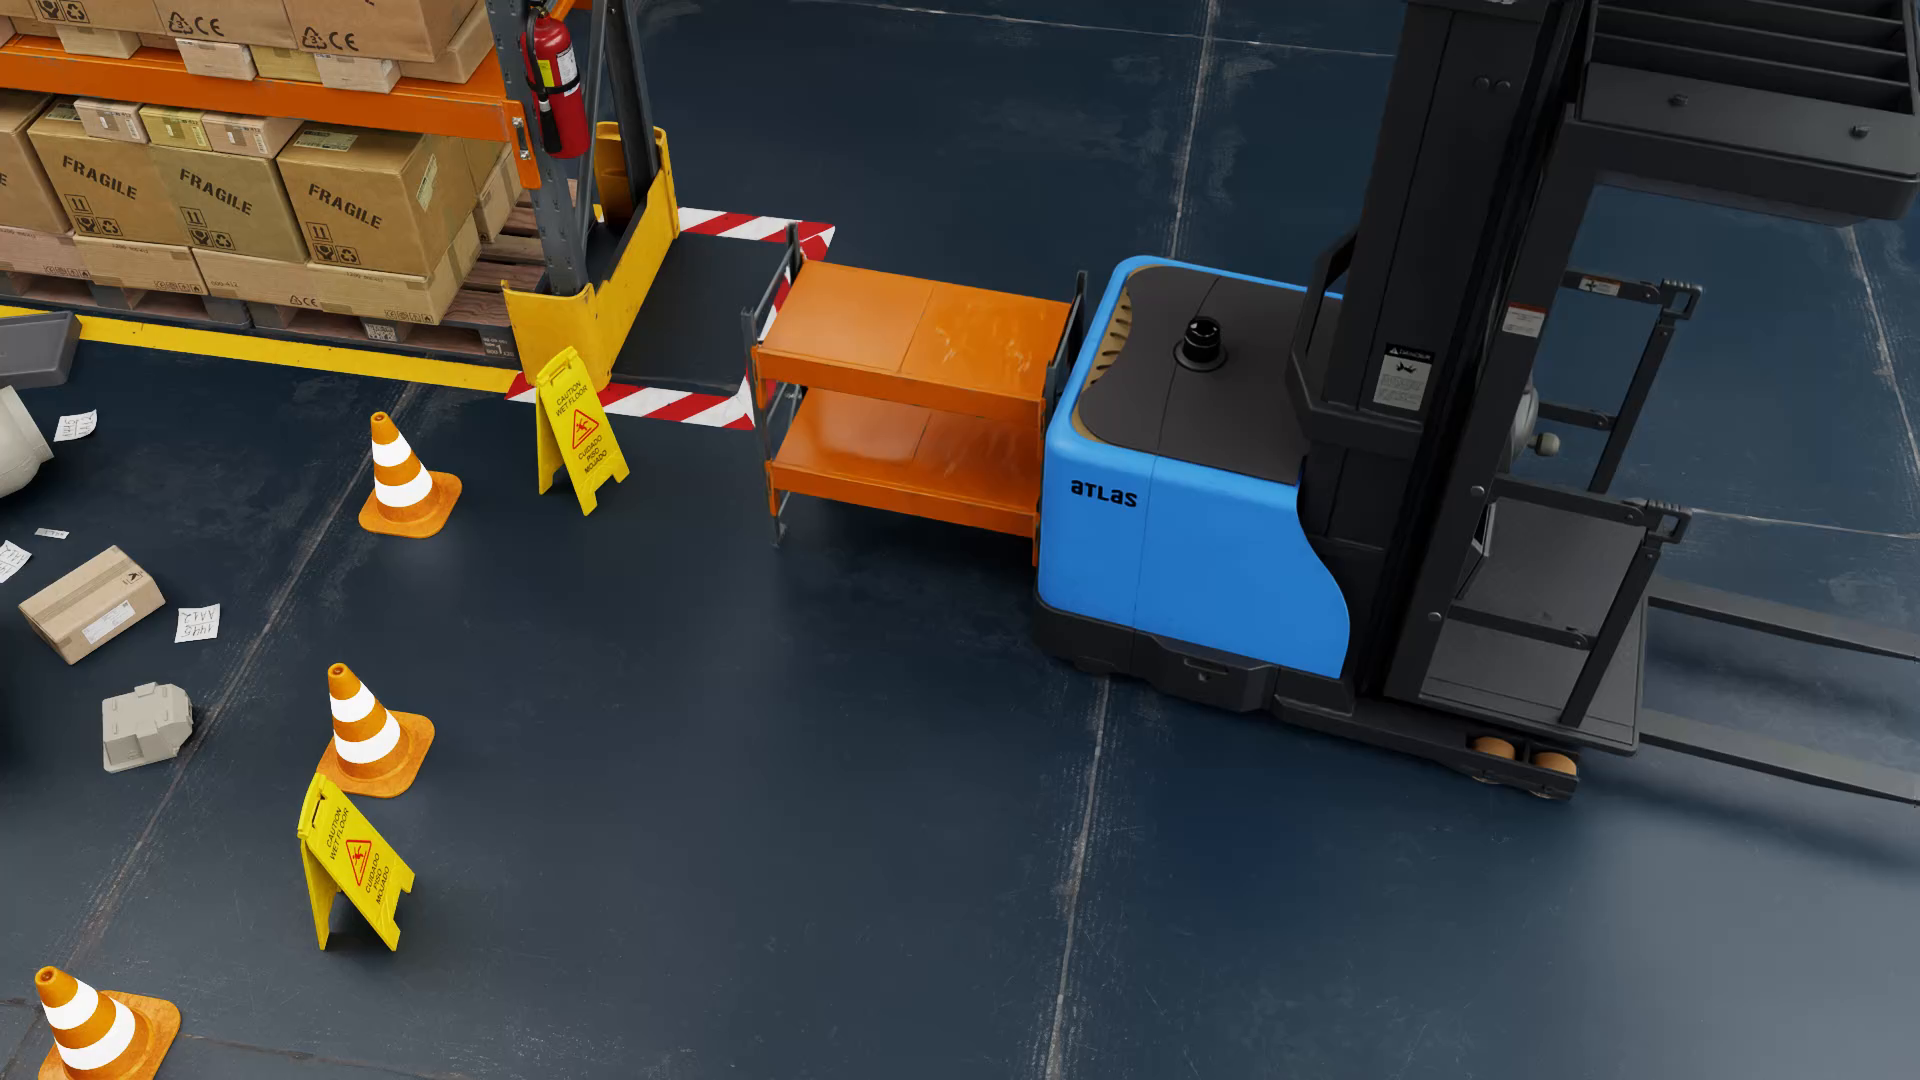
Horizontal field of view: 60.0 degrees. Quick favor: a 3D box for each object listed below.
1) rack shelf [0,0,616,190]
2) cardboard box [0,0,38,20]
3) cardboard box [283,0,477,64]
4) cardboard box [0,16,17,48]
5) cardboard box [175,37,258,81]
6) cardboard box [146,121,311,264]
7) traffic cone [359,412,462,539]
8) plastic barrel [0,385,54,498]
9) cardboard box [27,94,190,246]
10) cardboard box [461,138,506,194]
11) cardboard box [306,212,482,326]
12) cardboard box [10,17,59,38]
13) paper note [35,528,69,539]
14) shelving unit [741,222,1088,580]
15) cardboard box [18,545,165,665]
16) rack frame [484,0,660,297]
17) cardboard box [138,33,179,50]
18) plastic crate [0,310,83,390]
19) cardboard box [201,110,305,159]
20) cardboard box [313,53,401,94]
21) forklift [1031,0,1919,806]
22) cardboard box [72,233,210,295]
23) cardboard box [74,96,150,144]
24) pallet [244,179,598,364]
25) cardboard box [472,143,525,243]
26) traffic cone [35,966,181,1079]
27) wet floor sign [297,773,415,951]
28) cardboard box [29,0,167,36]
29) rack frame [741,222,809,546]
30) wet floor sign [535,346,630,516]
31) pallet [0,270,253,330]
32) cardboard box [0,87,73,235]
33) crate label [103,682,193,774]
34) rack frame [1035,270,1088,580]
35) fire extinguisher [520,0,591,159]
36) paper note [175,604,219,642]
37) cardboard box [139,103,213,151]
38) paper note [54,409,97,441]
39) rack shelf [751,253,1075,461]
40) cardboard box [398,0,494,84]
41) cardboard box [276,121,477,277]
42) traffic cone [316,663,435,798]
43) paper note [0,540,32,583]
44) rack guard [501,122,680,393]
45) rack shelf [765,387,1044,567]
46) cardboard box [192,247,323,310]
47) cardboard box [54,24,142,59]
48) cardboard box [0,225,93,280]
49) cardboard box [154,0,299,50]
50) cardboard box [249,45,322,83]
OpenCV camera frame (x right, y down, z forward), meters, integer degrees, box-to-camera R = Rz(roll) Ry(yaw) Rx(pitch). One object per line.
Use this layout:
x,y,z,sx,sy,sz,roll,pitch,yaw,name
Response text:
-3.419,-2.053,6.562,4.000,0.370,1.077,8,49,7,rack shelf
-3.513,-2.251,5.989,0.500,0.500,0.500,8,49,7,cardboard box
-2.034,-2.032,5.792,0.500,0.500,0.500,7,48,6,cardboard box
-3.624,-2.009,6.207,0.250,0.149,0.380,7,48,7,cardboard box
-2.633,-1.852,6.066,0.250,0.149,0.380,8,49,8,cardboard box
-2.800,-1.483,6.628,0.500,0.500,0.500,9,49,8,cardboard box
-2.103,-0.294,6.203,0.334,0.463,0.336,8,49,7,traffic cone
-3.753,-0.333,6.265,0.512,0.421,0.421,-32,55,-25,plastic barrel
-3.295,-1.555,6.692,0.500,0.500,0.500,7,48,6,cardboard box
-2.219,-1.813,6.924,0.500,0.500,0.500,6,48,6,cardboard box
-2.318,-1.164,6.845,0.500,0.250,0.500,7,48,7,cardboard box
-3.358,-2.054,6.248,0.250,0.149,0.380,8,49,7,cardboard box
-3.422,-0.025,6.266,0.123,0.001,0.032,8,49,7,paper note
-0.143,-0.439,5.888,1.048,1.125,0.538,11,49,10,shelving unit
-3.099,0.229,5.944,0.250,0.149,0.380,32,56,26,cardboard box
-1.451,-2.029,6.057,0.127,3.000,1.000,8,49,7,rack frame
-2.860,-1.989,6.189,0.250,0.149,0.380,8,49,7,cardboard box
-3.988,-0.774,6.892,0.583,0.080,0.402,-7,48,-7,plastic crate
-2.659,-1.632,6.326,0.250,0.149,0.380,9,49,8,cardboard box
-2.126,-1.790,6.011,0.250,0.149,0.380,7,48,6,cardboard box
1.826,-0.573,4.795,3.031,2.935,1.130,14,50,12,forklift
-3.318,-1.300,6.968,0.500,0.250,0.500,6,48,5,cardboard box
-3.165,-1.704,6.391,0.250,0.149,0.380,10,49,8,cardboard box
-2.319,-1.240,7.223,1.213,0.211,1.003,8,49,7,pallet
-2.195,-1.559,7.201,0.500,0.250,0.500,7,48,7,cardboard box
-2.502,1.346,4.730,0.334,0.463,0.336,8,49,7,traffic cone
-1.851,0.949,4.963,0.232,0.644,0.267,0,48,0,wet floor sign
-3.018,-2.170,5.916,0.500,0.500,0.500,7,48,7,cardboard box
-0.635,-0.535,5.974,0.032,1.125,0.500,11,49,10,rack frame
-1.454,-0.434,6.206,0.232,0.644,0.267,23,52,20,wet floor sign
-3.516,-1.403,7.369,1.213,0.211,1.003,8,49,7,pallet
-3.816,-1.622,6.753,0.500,0.500,0.500,10,49,9,cardboard box
-2.751,0.614,5.606,0.298,0.136,0.250,-15,50,-13,crate label
0.348,-0.343,5.802,0.032,1.125,0.500,11,49,10,rack frame
-1.420,-1.651,5.769,0.183,0.674,0.296,8,49,7,fire extinguisher
-2.735,0.295,5.964,0.142,0.019,0.148,-7,48,-7,paper note
-2.906,-1.668,6.358,0.250,0.149,0.380,8,49,7,cardboard box
-3.533,-0.459,6.642,0.148,0.019,0.142,-7,48,-7,paper note
-0.143,-0.634,5.670,1.000,0.278,0.538,11,49,10,rack shelf
-1.857,-1.838,6.054,0.250,0.149,0.380,9,49,8,cardboard box
-2.286,-1.416,6.568,0.500,0.500,0.500,8,49,7,cardboard box
-1.966,0.564,5.432,0.334,0.463,0.336,8,49,7,traffic cone
-3.544,0.077,6.168,0.142,0.019,0.148,23,52,20,paper note
-1.526,-1.204,6.995,0.348,0.500,1.175,8,49,7,rack guard
-0.143,-0.275,6.070,1.000,0.278,0.538,11,49,10,rack shelf
-2.802,-1.235,6.909,0.500,0.250,0.500,8,49,7,cardboard box
-3.128,-1.956,6.160,0.250,0.149,0.380,7,48,6,cardboard box
-3.805,-1.373,7.034,0.500,0.250,0.500,7,48,6,cardboard box
-2.526,-2.102,5.855,0.500,0.500,0.500,8,49,7,cardboard box
-2.374,-1.840,6.055,0.250,0.149,0.380,7,48,6,cardboard box
